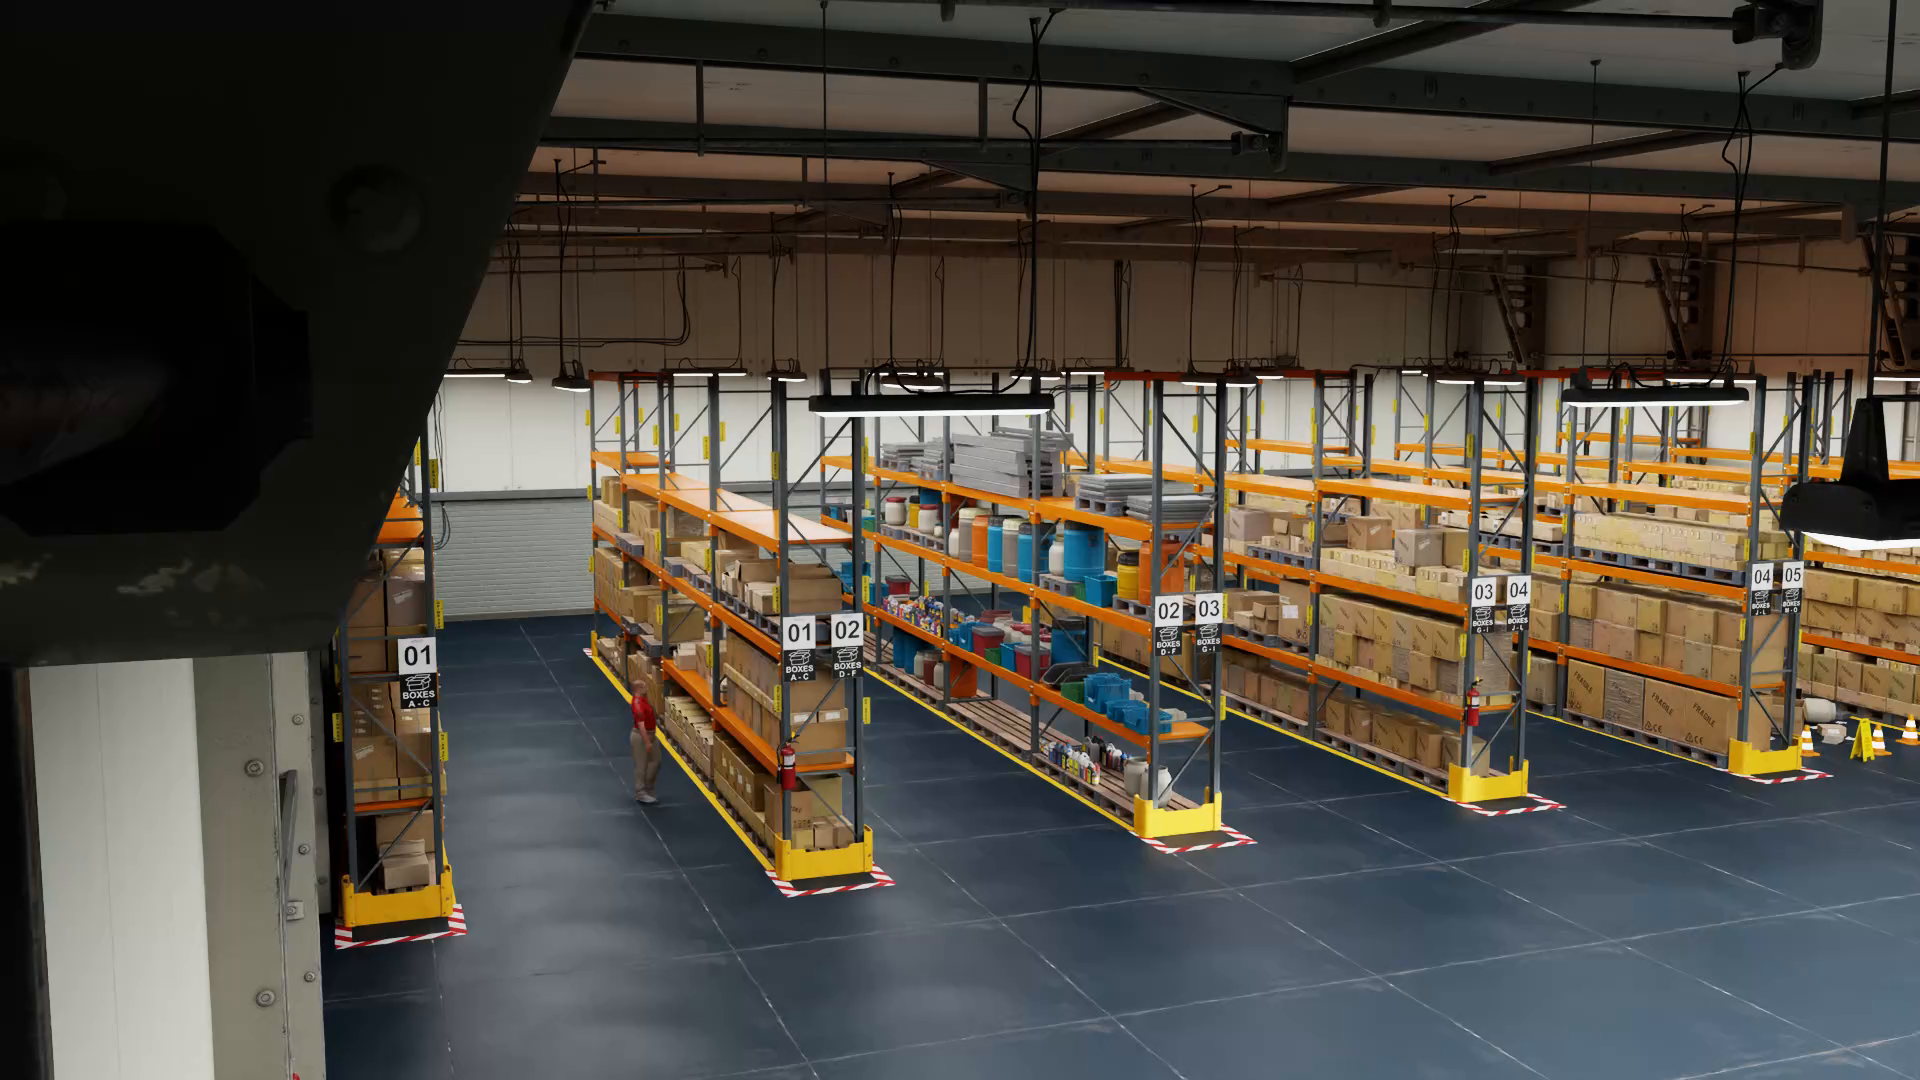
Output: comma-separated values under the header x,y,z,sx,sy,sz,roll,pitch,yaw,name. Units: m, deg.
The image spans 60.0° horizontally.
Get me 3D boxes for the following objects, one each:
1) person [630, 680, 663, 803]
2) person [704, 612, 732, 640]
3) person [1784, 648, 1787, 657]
x,y,z,sx,sy,sz,roll,pitch,yaw,name
-4.486,2.869,23.608,0.426,1.786,0.551,1,6,8,person
-4.628,1.888,32.102,0.631,1.648,1.010,-2,7,-20,person
16.627,1.775,33.712,0.525,1.635,0.575,-3,7,-26,person
